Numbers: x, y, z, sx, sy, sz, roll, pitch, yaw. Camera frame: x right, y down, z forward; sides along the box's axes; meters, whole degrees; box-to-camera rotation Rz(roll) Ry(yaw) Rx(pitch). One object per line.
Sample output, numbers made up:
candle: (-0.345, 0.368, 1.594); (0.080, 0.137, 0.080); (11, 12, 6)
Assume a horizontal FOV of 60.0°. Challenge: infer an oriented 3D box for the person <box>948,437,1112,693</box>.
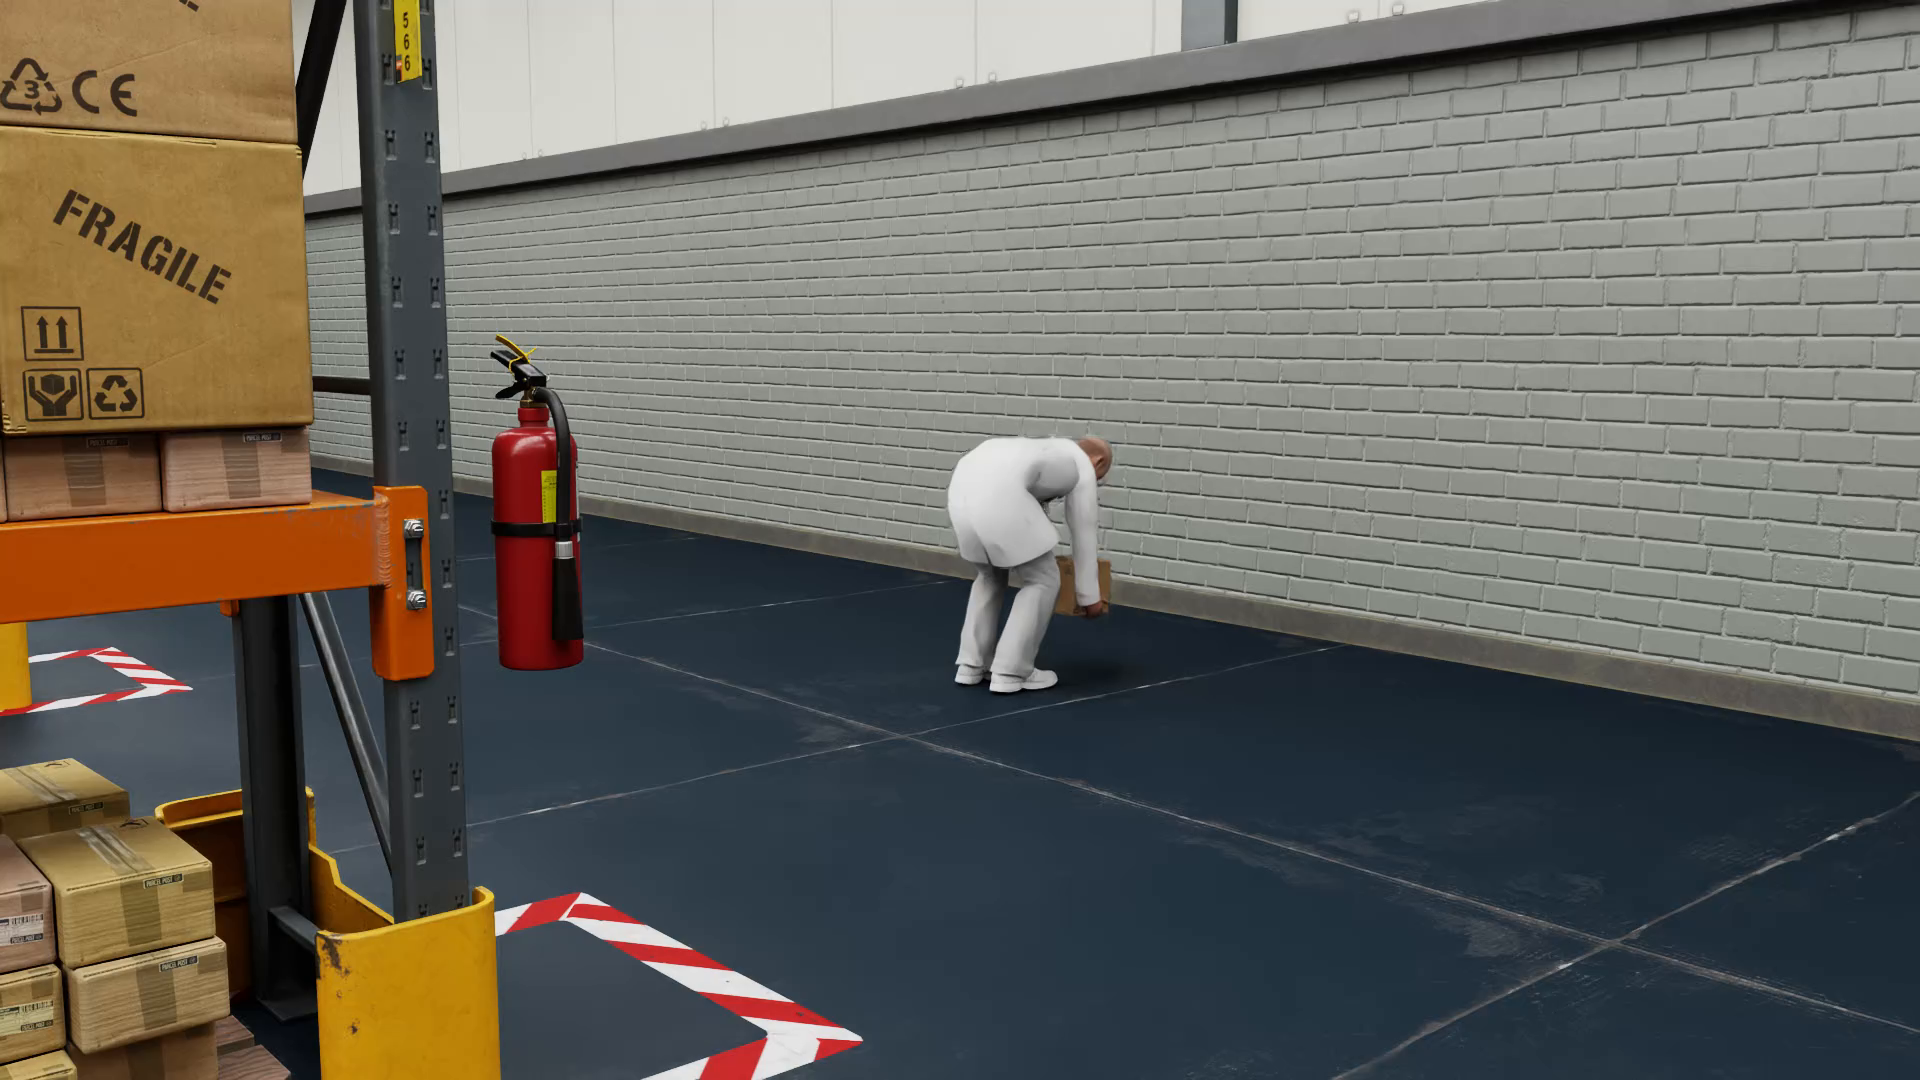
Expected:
person: (0.360, 0.084, 7.709); (0.948, 1.140, 0.568); (-7, 10, -43)
